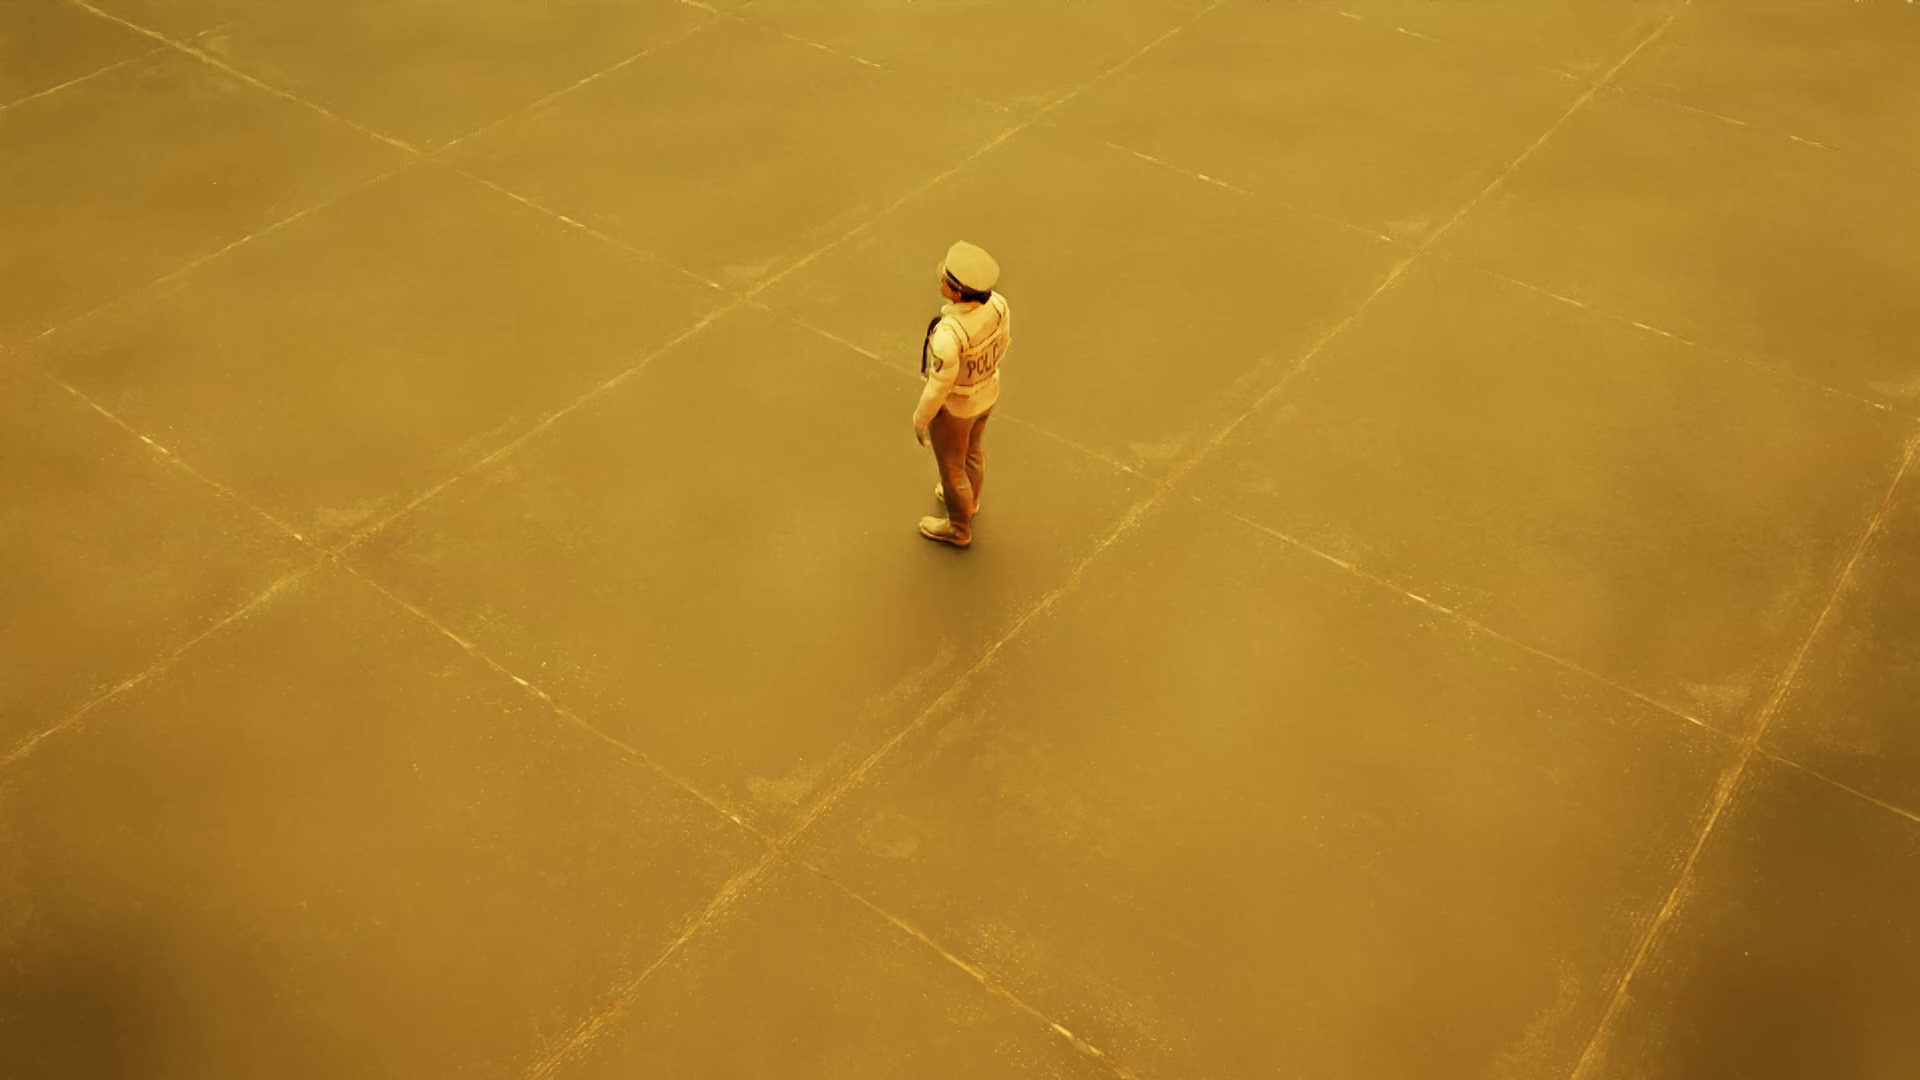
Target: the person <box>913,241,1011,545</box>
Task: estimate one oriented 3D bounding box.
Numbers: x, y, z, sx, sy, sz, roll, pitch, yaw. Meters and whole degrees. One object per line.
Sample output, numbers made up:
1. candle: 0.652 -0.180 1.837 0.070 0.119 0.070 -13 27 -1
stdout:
1. person: -0.049 -0.681 7.814 0.533 1.695 0.586 26 47 28
